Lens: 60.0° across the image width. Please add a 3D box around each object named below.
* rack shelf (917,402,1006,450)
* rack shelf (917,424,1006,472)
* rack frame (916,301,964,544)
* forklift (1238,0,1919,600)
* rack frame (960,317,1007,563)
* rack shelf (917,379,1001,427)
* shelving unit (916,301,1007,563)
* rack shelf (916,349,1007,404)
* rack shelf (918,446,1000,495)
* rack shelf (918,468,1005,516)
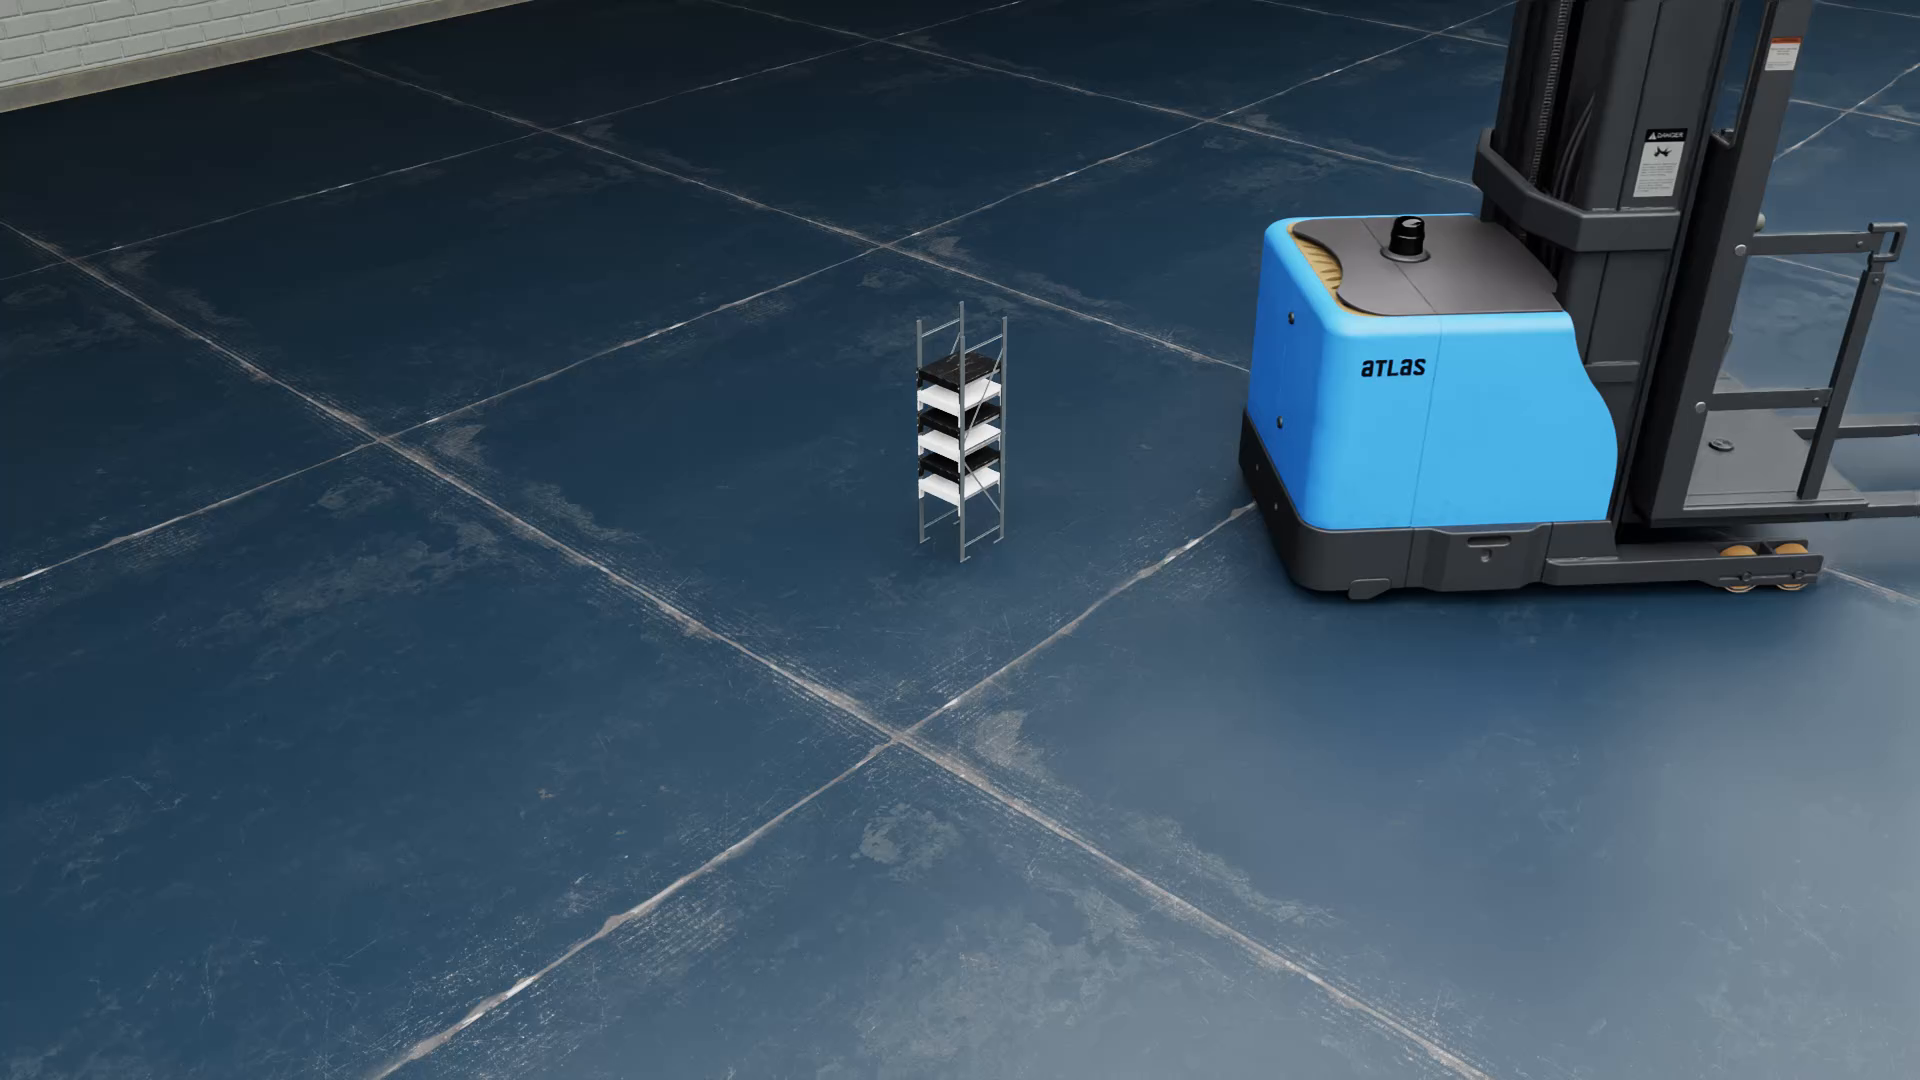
[{"bbox_3d":[0.006,-0.431,5.984,0.200,0.077,0.258,25,39,35],"label":"rack shelf"},{"bbox_3d":[0.006,-0.354,6.030,0.200,0.077,0.258,25,39,35],"label":"rack shelf"},{"bbox_3d":[-0.069,-0.418,6.072,0.006,0.900,0.240,25,39,35],"label":"rack frame"},{"bbox_3d":[2.651,-1.339,5.633,3.031,2.935,1.130,-2,31,-4],"label":"forklift"},{"bbox_3d":[0.081,-0.348,5.955,0.006,0.900,0.240,25,39,35],"label":"rack frame"},{"bbox_3d":[0.006,-0.508,5.938,0.200,0.077,0.258,25,39,35],"label":"rack shelf"},{"bbox_3d":[0.006,-0.383,6.013,0.210,0.900,0.258,25,39,35],"label":"shelving unit"},{"bbox_3d":[0.006,-0.585,5.891,0.200,0.077,0.258,25,39,35],"label":"rack shelf"},{"bbox_3d":[0.006,-0.277,6.077,0.200,0.077,0.258,25,39,35],"label":"rack shelf"},{"bbox_3d":[0.006,-0.200,6.123,0.200,0.077,0.258,25,39,35],"label":"rack shelf"}]
